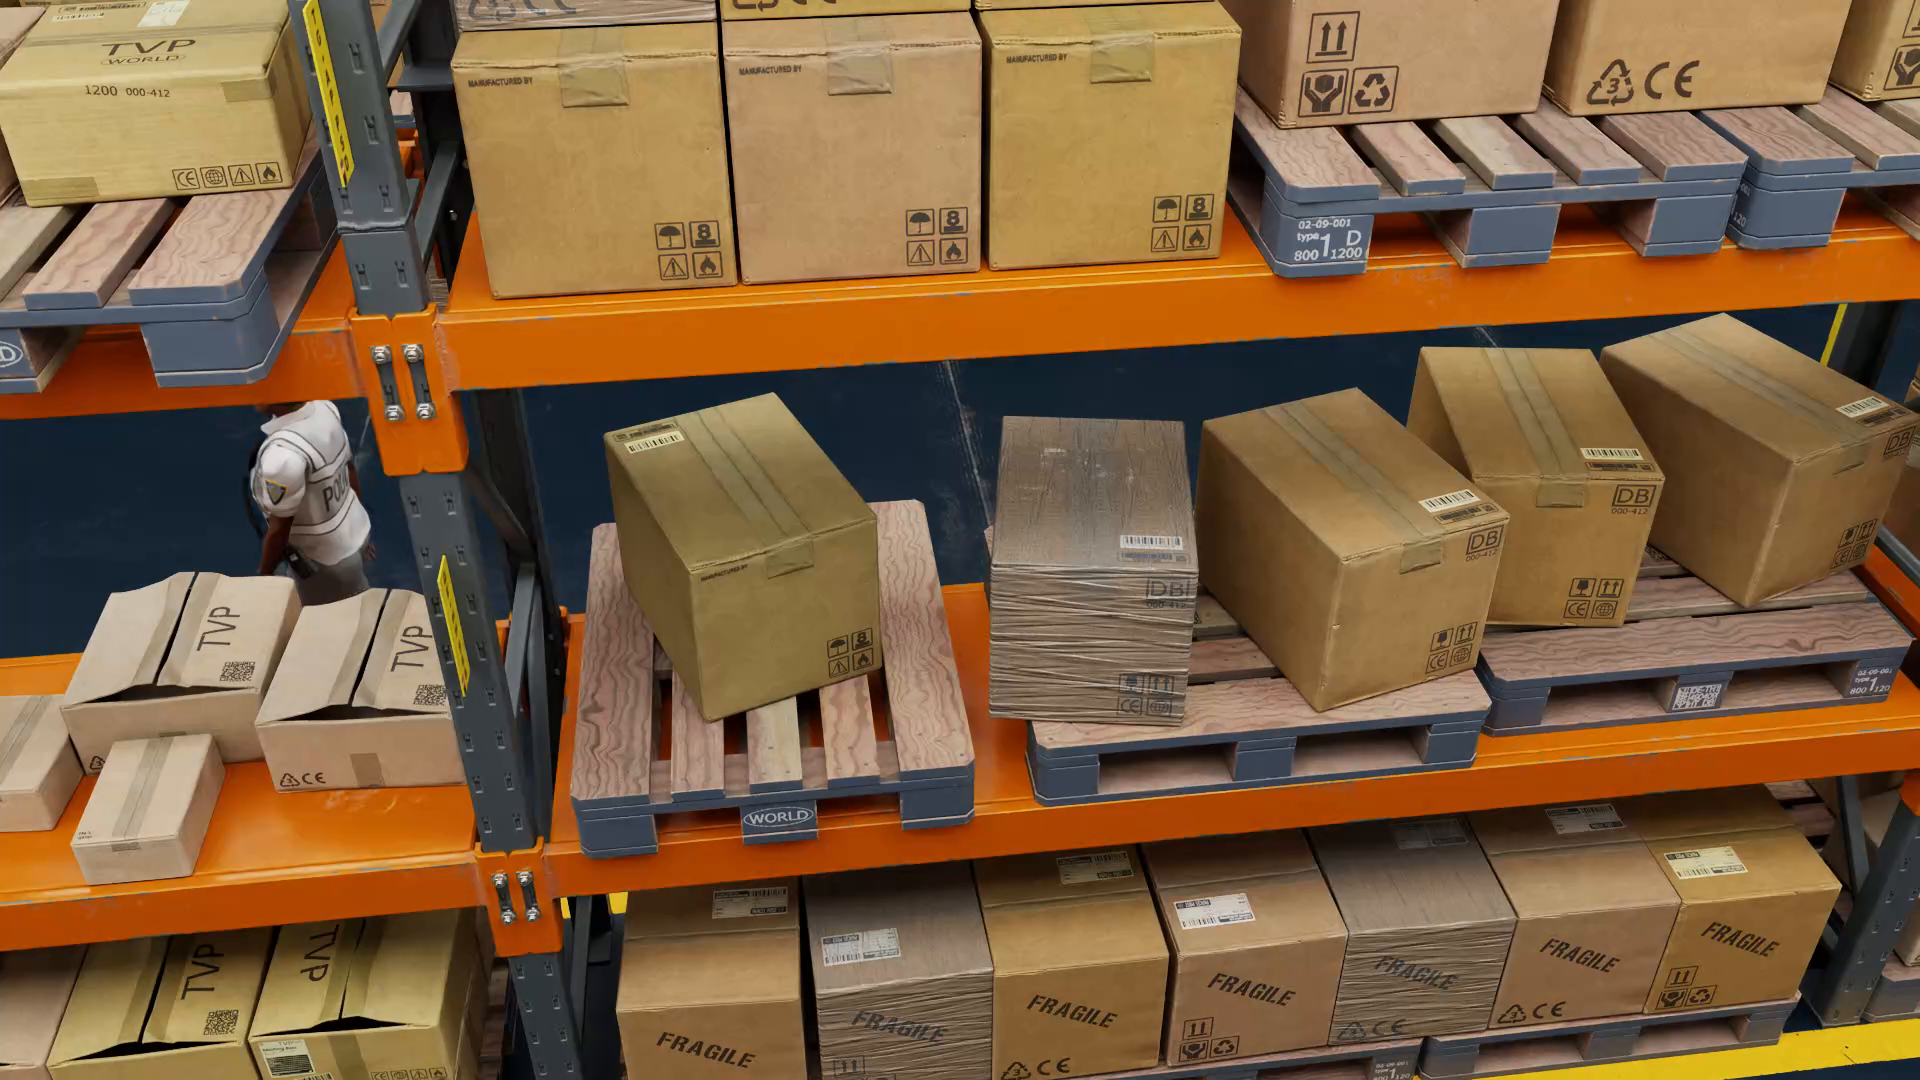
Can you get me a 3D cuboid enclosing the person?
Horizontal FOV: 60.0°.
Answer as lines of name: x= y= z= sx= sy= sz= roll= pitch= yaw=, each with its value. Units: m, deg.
person: x=-2.344 y=0.067 z=6.064 sx=0.656 sy=1.708 sz=0.455 roll=-2 pitch=35 yaw=-3
